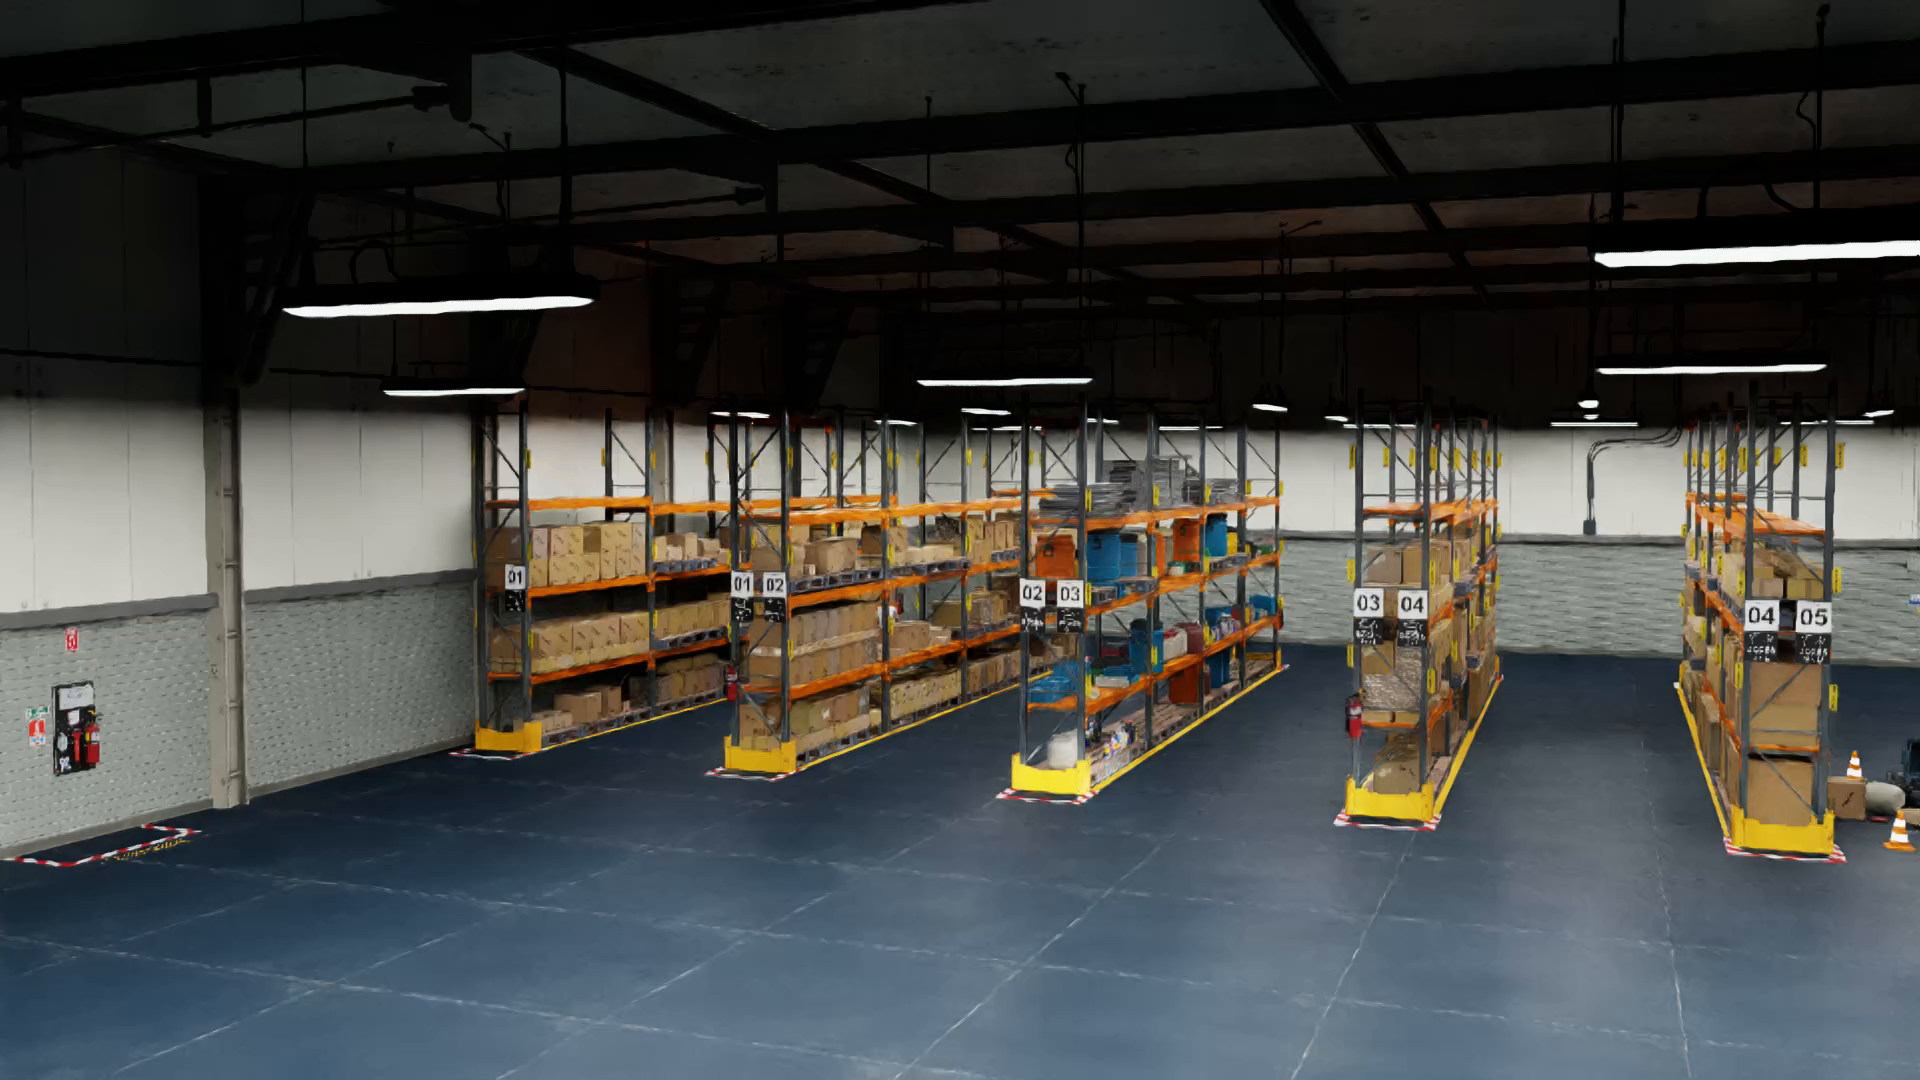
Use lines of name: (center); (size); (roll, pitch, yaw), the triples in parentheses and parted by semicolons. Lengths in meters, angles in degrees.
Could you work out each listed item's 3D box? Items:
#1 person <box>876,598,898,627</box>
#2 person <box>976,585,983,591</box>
person: (-1.791, 2.172, 40.248); (0.571, 1.701, 1.112); (1, 3, 20)
person: (0.398, 2.024, 45.008); (0.583, 1.592, 0.436); (-2, 3, -31)
